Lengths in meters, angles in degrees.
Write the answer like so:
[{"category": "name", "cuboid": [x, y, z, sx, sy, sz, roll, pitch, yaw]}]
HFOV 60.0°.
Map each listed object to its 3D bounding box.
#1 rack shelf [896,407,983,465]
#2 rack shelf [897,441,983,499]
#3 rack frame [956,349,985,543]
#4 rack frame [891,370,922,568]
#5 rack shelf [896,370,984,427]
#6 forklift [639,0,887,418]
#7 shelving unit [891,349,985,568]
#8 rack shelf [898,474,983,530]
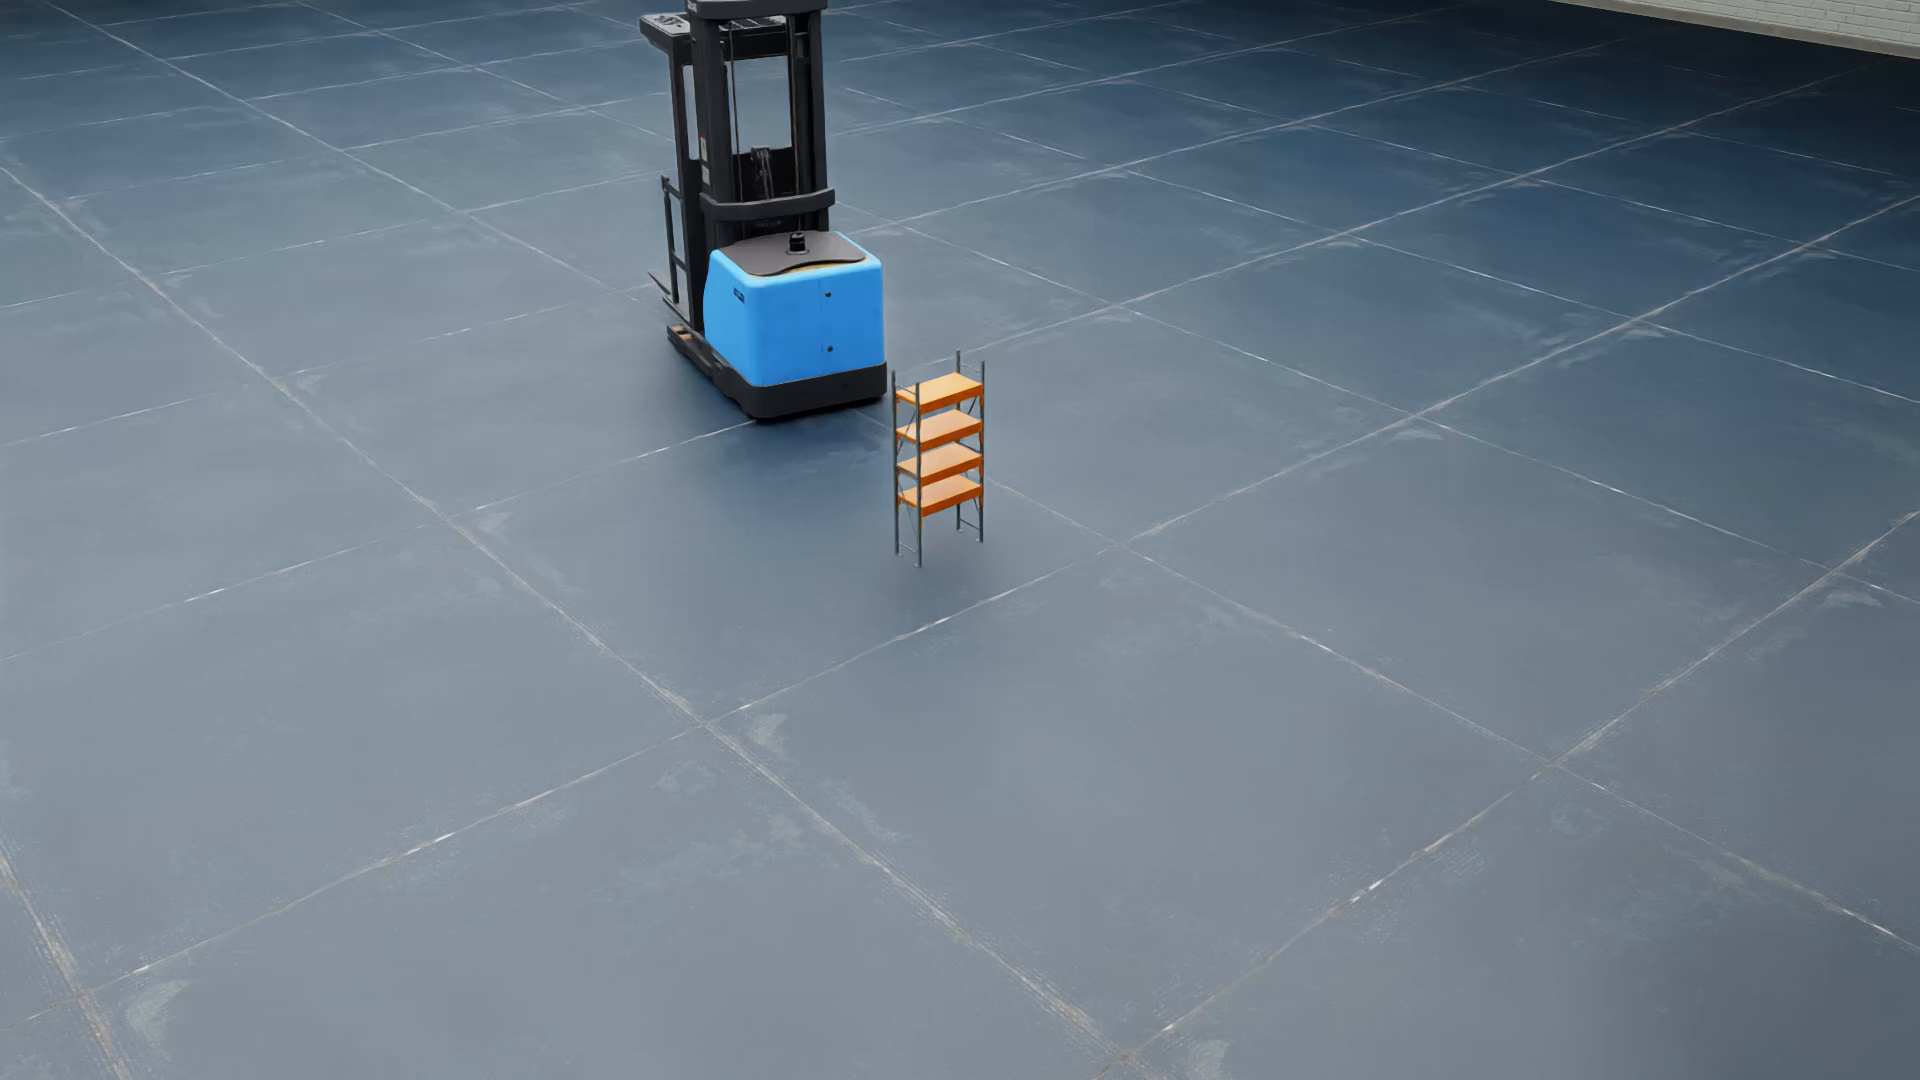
[{"category": "rack shelf", "cuboid": [-0.126, -0.616, 9.799, 0.480, 0.148, 0.258, -22, 35, -35]}, {"category": "rack shelf", "cuboid": [-0.126, -0.419, 9.904, 0.480, 0.148, 0.258, -22, 35, -35]}, {"category": "rack frame", "cuboid": [0.060, -0.553, 10.012, 0.015, 1.200, 0.240, -22, 35, -35]}, {"category": "rack frame", "cuboid": [-0.312, -0.404, 9.733, 0.015, 1.200, 0.240, -22, 35, -35]}, {"category": "rack shelf", "cuboid": [-0.126, -0.825, 9.687, 0.480, 0.148, 0.258, -22, 35, -35]}, {"category": "forklift", "cuboid": [-1.649, -2.817, 12.412, 1.130, 2.935, 3.031, -14, 31, -24]}, {"category": "shelving unit", "cuboid": [-0.126, -0.479, 9.872, 0.503, 1.200, 0.258, -22, 35, -35]}, {"category": "rack shelf", "cuboid": [-0.126, -0.244, 9.998, 0.480, 0.148, 0.258, -22, 35, -35]}]
